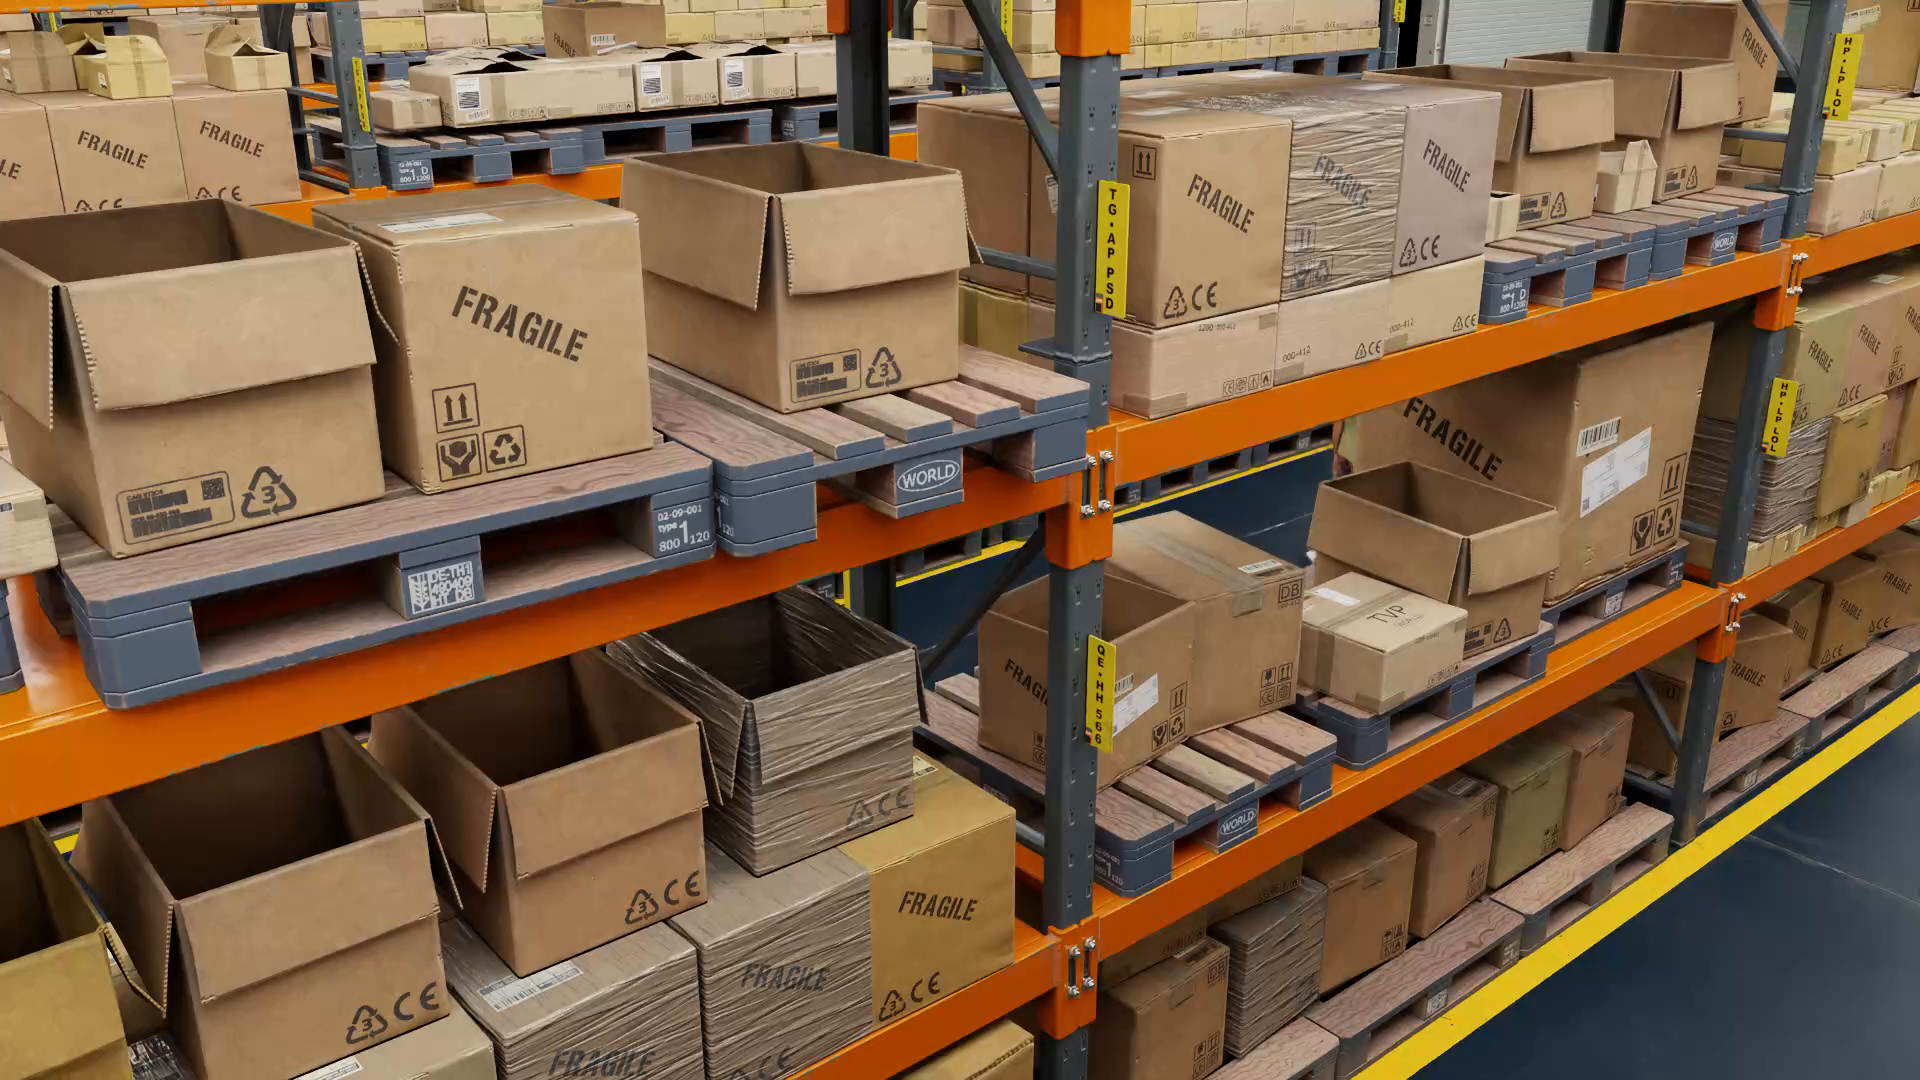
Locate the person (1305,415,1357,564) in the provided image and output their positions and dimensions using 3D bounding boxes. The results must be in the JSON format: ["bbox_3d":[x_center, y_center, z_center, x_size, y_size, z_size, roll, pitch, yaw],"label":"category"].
[{"bbox_3d":[2.467,-0.477,10.294,0.759,1.648,0.445,-9,23,-21],"label":"person"}]
